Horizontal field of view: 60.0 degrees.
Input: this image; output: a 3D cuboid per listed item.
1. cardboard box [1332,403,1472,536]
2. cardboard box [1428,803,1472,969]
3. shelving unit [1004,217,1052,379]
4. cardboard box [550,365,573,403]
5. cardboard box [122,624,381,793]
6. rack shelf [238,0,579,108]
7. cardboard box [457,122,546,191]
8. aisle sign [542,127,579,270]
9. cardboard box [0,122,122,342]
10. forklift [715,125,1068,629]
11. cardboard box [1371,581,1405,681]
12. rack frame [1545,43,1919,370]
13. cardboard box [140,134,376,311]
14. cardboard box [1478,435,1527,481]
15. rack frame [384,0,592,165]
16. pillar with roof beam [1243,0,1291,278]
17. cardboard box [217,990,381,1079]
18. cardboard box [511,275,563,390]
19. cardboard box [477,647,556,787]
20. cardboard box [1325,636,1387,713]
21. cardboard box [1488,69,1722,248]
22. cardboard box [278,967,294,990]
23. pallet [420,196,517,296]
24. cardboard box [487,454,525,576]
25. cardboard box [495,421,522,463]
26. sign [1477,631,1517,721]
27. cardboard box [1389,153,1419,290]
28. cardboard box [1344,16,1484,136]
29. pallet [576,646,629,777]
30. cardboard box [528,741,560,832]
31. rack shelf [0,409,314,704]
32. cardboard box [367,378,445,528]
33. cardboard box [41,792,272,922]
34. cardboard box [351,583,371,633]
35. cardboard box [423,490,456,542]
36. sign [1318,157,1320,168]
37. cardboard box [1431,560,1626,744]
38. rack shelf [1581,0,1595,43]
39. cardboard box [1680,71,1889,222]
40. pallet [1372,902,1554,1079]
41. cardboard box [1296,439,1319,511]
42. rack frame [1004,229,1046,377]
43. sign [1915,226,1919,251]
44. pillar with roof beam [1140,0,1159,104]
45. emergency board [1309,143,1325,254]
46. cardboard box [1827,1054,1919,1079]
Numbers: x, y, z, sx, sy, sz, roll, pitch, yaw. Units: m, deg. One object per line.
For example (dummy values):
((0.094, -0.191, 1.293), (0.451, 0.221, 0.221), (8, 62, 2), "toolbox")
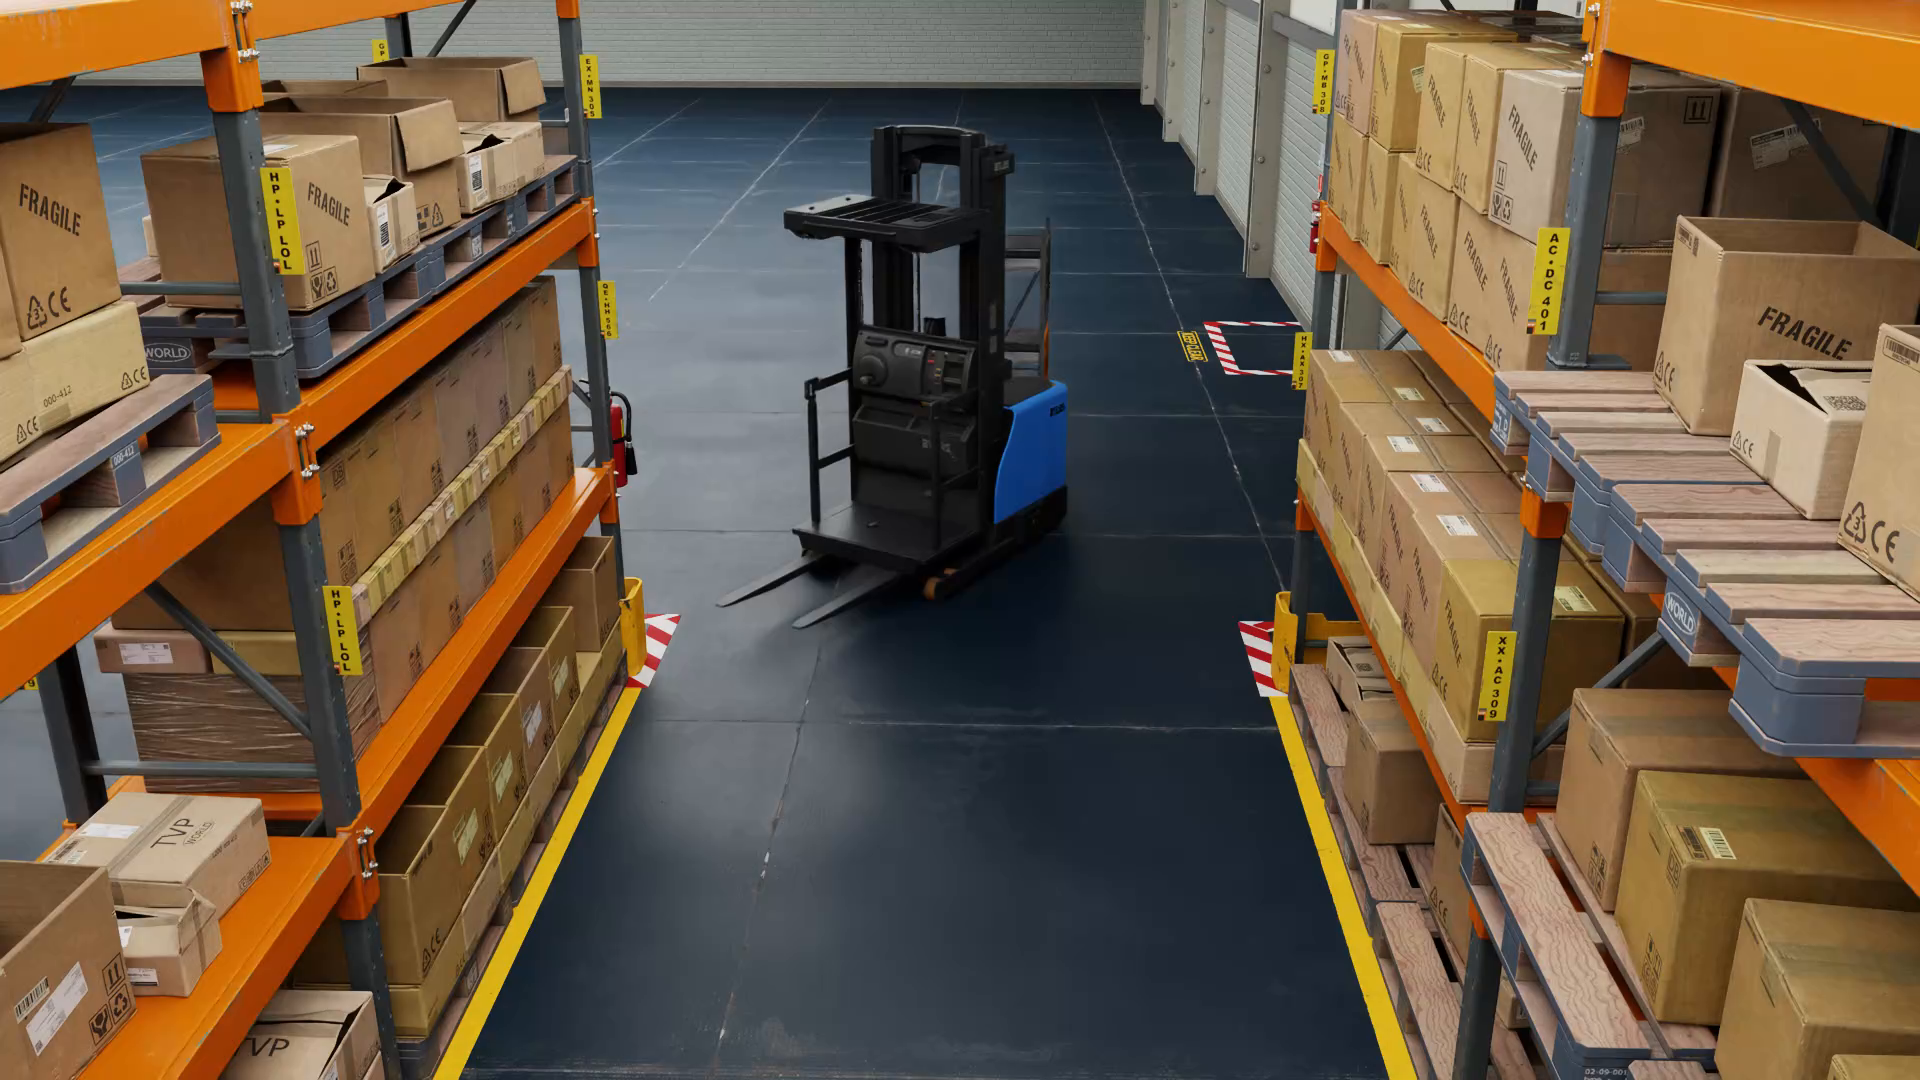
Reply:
((2.087, -0.340, 7.903), (0.500, 0.500, 0.500), (0, 21, 0), "cardboard box")
((2.319, 1.445, 7.006), (0.500, 0.500, 0.500), (-1, 21, -2), "cardboard box")
((0.450, -1.356, 12.621), (0.431, 2.100, 0.503), (2, 21, 6), "shelving unit")
((-2.324, -0.848, 9.033), (0.380, 0.149, 0.250), (0, 21, 1), "cardboard box")
((-2.617, 0.600, 6.198), (0.700, 0.500, 0.500), (0, 21, 0), "cardboard box")
((-2.564, -2.191, 6.783), (1.077, 0.370, 4.000), (1, 21, 2), "rack shelf")
((-2.274, -1.810, 7.832), (0.500, 0.250, 0.500), (1, 21, 2), "cardboard box")
((-2.207, -1.872, 9.112), (0.394, 0.787, 0.004), (1, 21, 2), "aisle sign")
((-2.683, -0.844, 4.502), (0.500, 0.500, 0.500), (1, 21, 2), "cardboard box")
((-0.428, -1.149, 10.939), (1.130, 2.935, 3.031), (13, 25, 30), "forklift")
((2.062, 0.384, 7.072), (0.500, 0.250, 0.500), (1, 21, 1), "cardboard box")
((2.327, -1.937, 4.580), (1.000, 3.000, 0.127), (1, 21, 2), "rack frame")
((-2.346, -1.078, 5.602), (0.500, 0.500, 0.500), (2, 21, 6), "cardboard box")
((2.595, -0.151, 7.415), (0.500, 0.500, 0.500), (1, 21, 2), "cardboard box")
((-2.503, -3.436, 8.445), (1.000, 3.000, 0.127), (1, 21, 2), "rack frame")
((-0.646, -7.506, 18.935), (9.100, 9.000, 0.400), (1, 21, 2), "pillar with roof beam")
((-2.350, 1.781, 5.737), (0.500, 0.311, 0.500), (1, 21, 2), "cardboard box")
((-2.531, -1.103, 8.793), (0.700, 0.500, 0.500), (1, 21, 2), "cardboard box")
((-2.254, 0.837, 7.909), (0.500, 0.500, 0.500), (1, 21, 2), "cardboard box")
((2.338, 0.712, 9.157), (0.500, 0.311, 0.500), (-2, 21, -4), "cardboard box")
((2.071, -1.244, 5.395), (0.500, 0.500, 0.500), (-1, 21, -3), "cardboard box")
((-2.829, 1.723, 6.662), (0.500, 0.250, 0.500), (1, 21, 2), "cardboard box")
((-2.584, -1.299, 7.205), (1.003, 0.211, 1.213), (1, 21, 2), "pallet")
((-2.562, -0.148, 8.125), (0.700, 0.500, 0.500), (1, 21, 2), "cardboard box")
((-2.356, -0.475, 8.072), (0.380, 0.149, 0.250), (1, 21, 3), "cardboard box")
((1.785, 0.453, 5.517), (0.100, 0.325, 0.005), (1, 21, 2), "sign")
((2.130, -1.347, 7.041), (0.500, 0.500, 0.500), (2, 21, 5), "cardboard box")
((2.129, -2.189, 7.829), (0.500, 0.500, 0.500), (0, 21, 1), "cardboard box")
((-2.484, 0.938, 9.320), (1.003, 0.211, 1.213), (1, 21, 2), "pallet")
((-2.257, 1.187, 8.045), (0.500, 0.250, 0.500), (1, 21, 2), "cardboard box")
((-2.685, 0.467, 3.526), (1.077, 0.370, 4.000), (1, 21, 2), "rack shelf")
((-2.587, -0.369, 6.901), (0.700, 0.500, 0.500), (1, 21, 2), "cardboard box")
((-2.596, 1.055, 5.369), (0.500, 0.250, 0.500), (2, 21, 5), "cardboard box")
((-2.415, 0.272, 6.146), (0.380, 0.149, 0.250), (1, 21, 2), "cardboard box")
((-2.388, -0.103, 7.113), (0.380, 0.149, 0.250), (0, 21, 0), "cardboard box")
((3.699, -3.847, 17.015), (0.001, 0.109, 0.331), (1, 21, 2), "sign")
((2.032, 0.397, 6.002), (0.500, 0.500, 0.500), (1, 21, 1), "cardboard box")
((2.388, -2.323, 6.575), (1.077, 0.370, 4.000), (1, 21, 2), "rack shelf")
((2.628, -1.234, 5.369), (0.500, 0.500, 0.500), (1, 21, 3), "cardboard box")
((2.312, 1.917, 6.797), (1.003, 0.211, 1.213), (1, 21, 2), "pallet")
((2.117, -0.353, 8.971), (0.500, 0.250, 0.500), (0, 21, 0), "cardboard box")
((0.423, -1.268, 12.395), (0.400, 2.100, 0.015), (2, 21, 6), "rack frame")
((2.882, -0.958, 4.946), (0.100, 0.325, 0.005), (1, 21, 2), "sign")
((-0.098, -14.015, 35.708), (9.100, 9.000, 0.400), (1, 21, 2), "pillar with roof beam")
((3.588, -3.386, 16.609), (0.194, 1.169, 0.643), (1, 21, 2), "emergency board")
((2.225, 1.434, 3.440), (0.700, 0.500, 0.500), (1, 21, 2), "cardboard box")
